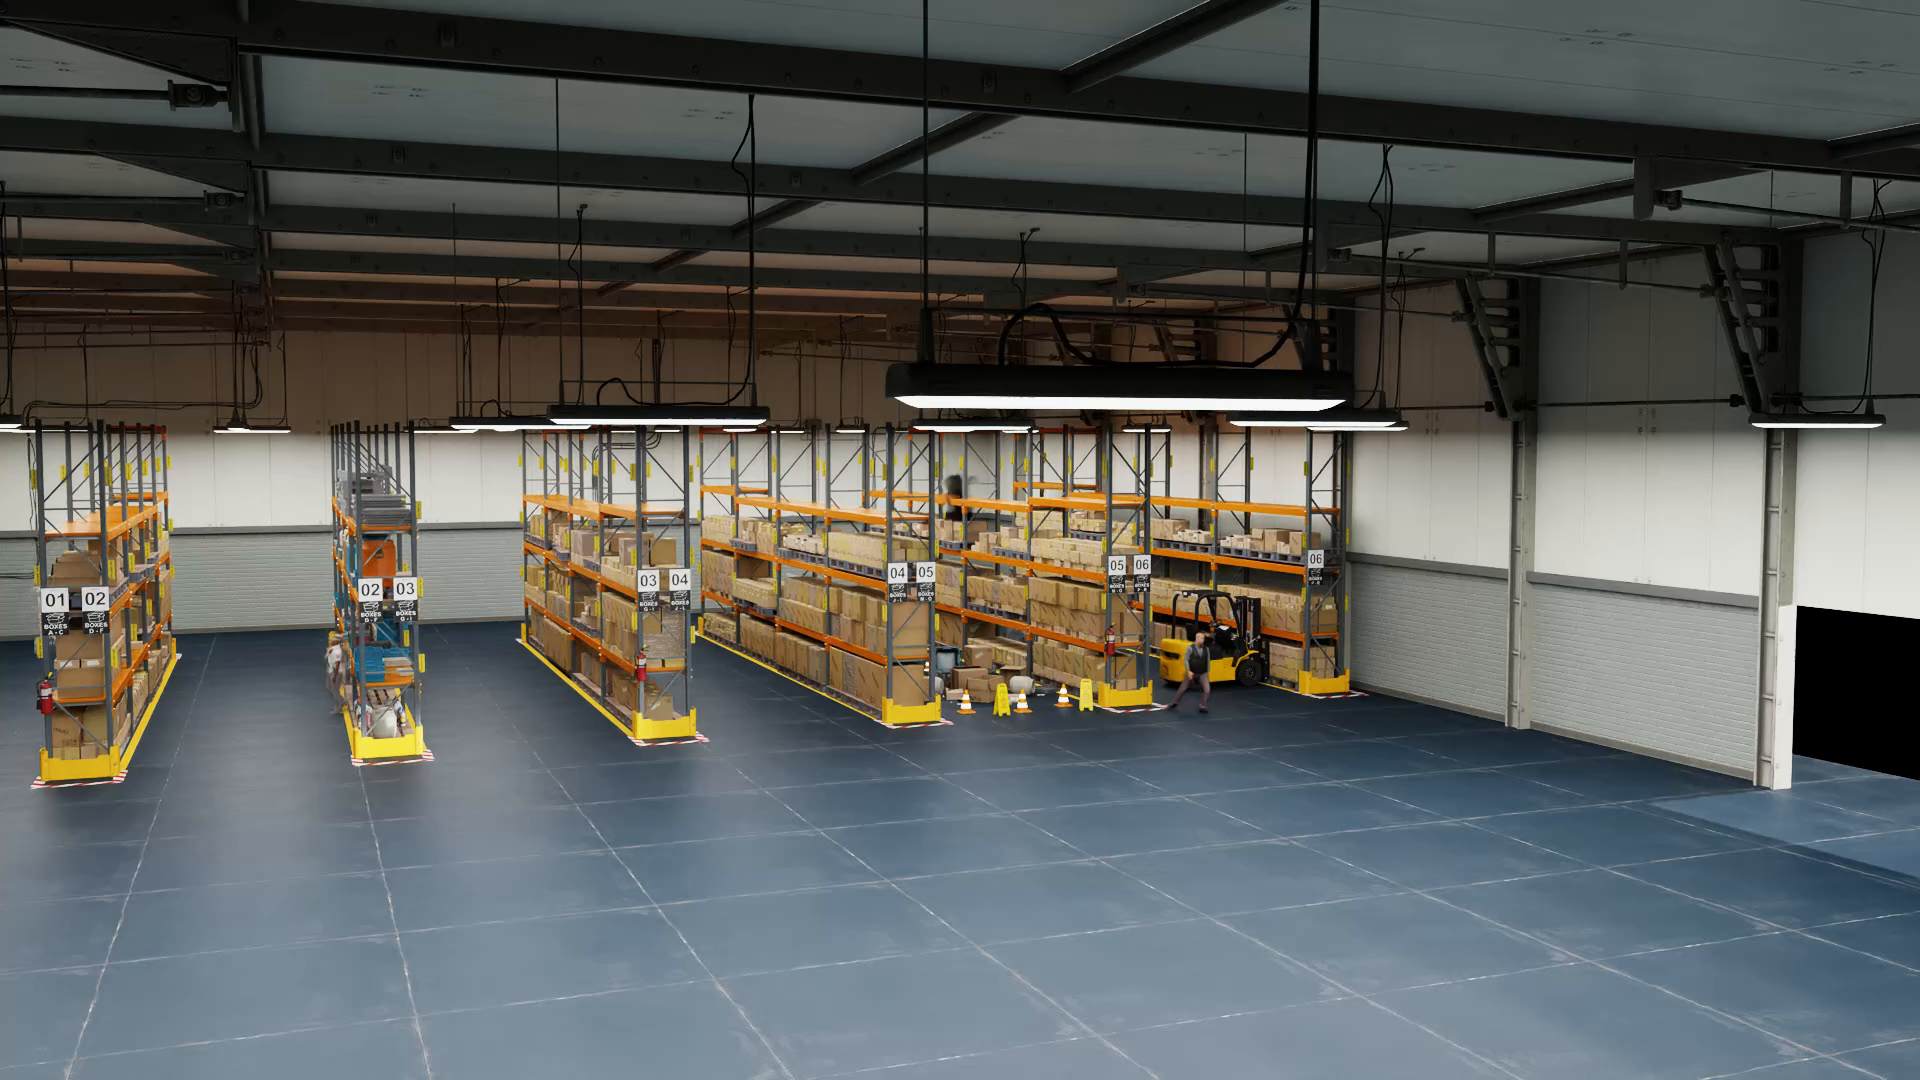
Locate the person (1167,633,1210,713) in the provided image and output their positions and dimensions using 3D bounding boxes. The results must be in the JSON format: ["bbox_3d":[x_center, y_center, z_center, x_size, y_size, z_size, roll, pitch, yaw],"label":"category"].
[{"bbox_3d":[4.754,2.739,34.471,0.828,1.660,0.713,-1,4,-11],"label":"person"}]

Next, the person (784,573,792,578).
[{"bbox_3d":[-4.883,1.817,48.098,0.726,1.735,0.918,-1,4,-14],"label":"person"}]

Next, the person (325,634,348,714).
[{"bbox_3d":[-12.867,2.748,34.305,0.493,1.662,0.637,-3,4,-37],"label":"person"}]

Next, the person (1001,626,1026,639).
[{"bbox_3d":[1.631,1.918,46.885,0.660,1.786,0.937,-3,5,-39],"label":"person"}]
